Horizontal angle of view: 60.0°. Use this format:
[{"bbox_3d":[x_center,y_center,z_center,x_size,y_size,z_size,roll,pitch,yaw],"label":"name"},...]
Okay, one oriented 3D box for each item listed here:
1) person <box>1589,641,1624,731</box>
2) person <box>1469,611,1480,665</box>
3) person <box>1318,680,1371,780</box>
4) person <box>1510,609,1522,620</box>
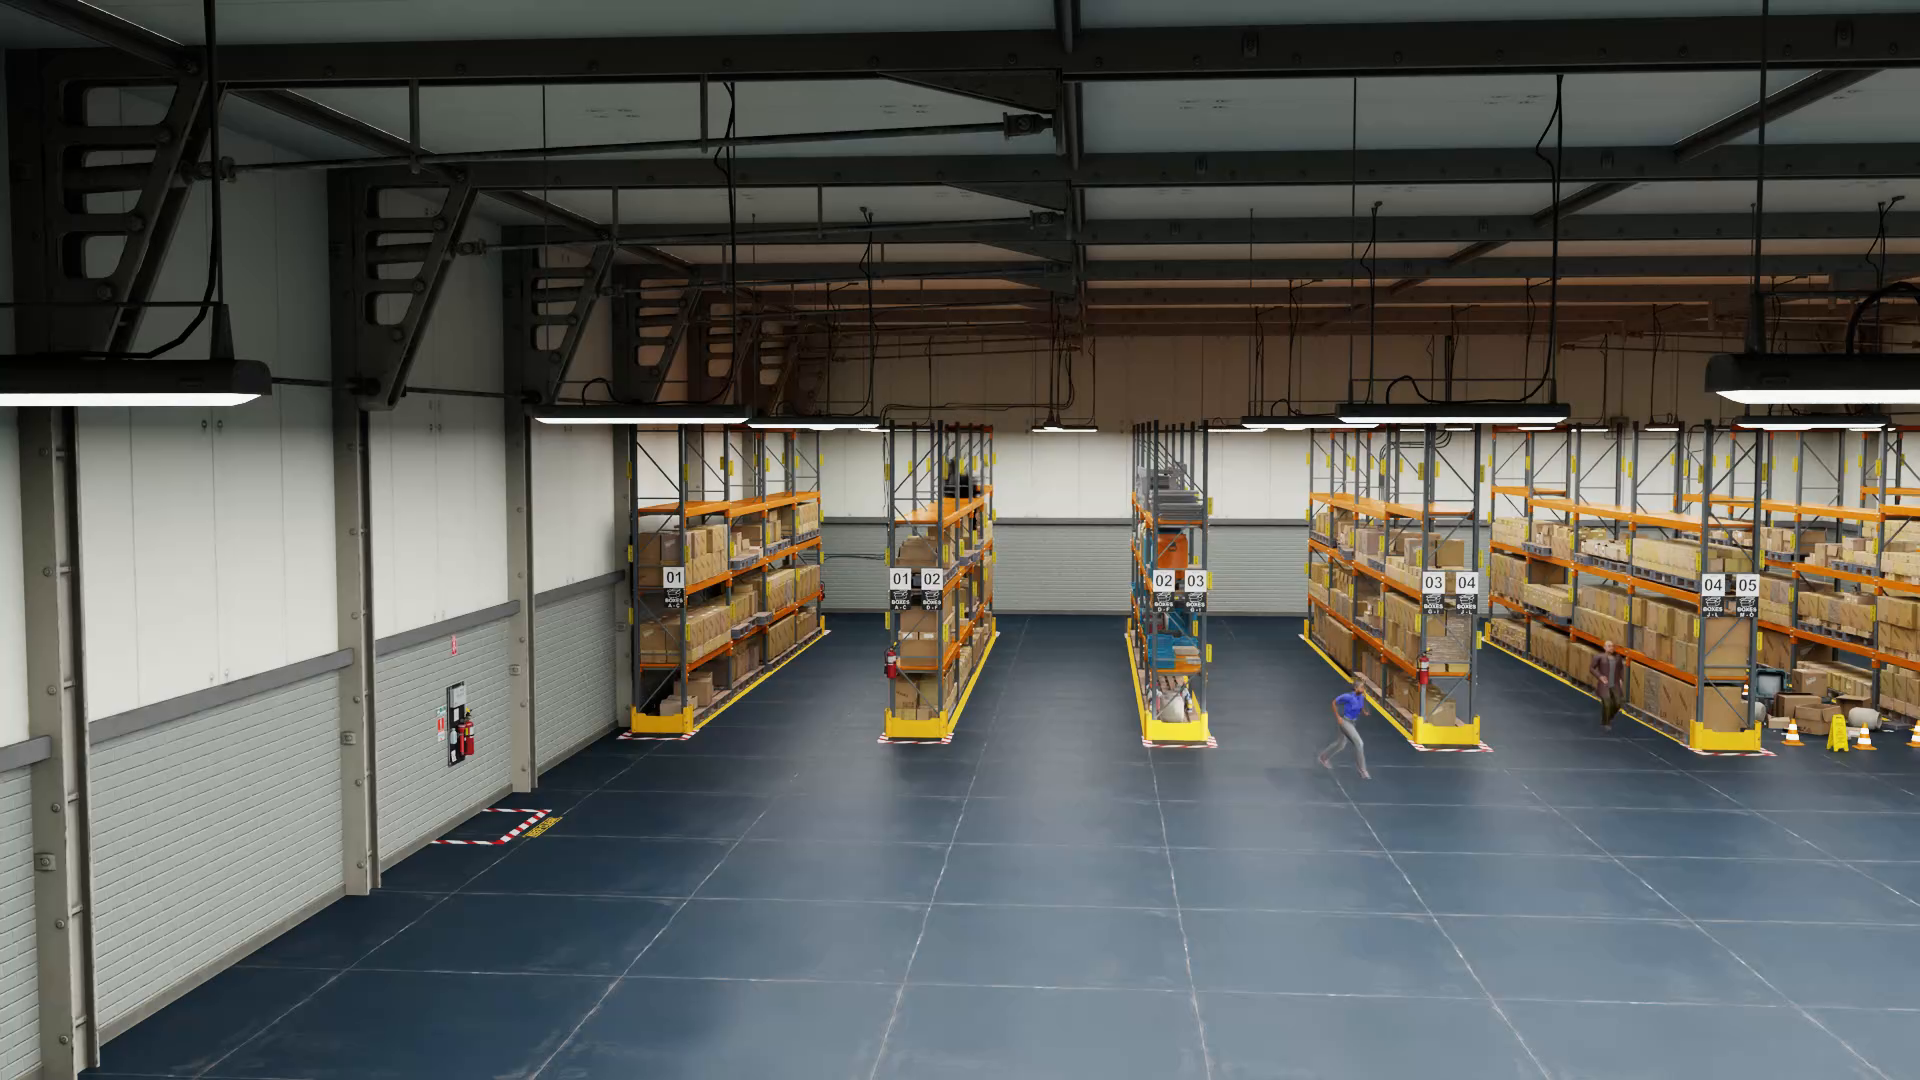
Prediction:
[{"bbox_3d":[12.531,2.816,32.160,0.716,1.743,0.630,0,4,0],"label":"person"},{"bbox_3d":[12.732,2.303,41.525,0.509,1.632,0.615,0,4,-4],"label":"person"},{"bbox_3d":[6.478,3.153,27.928,0.981,1.665,0.579,3,5,38],"label":"person"},{"bbox_3d":[15.898,1.892,47.385,0.731,1.653,0.818,-3,5,-43],"label":"person"}]
